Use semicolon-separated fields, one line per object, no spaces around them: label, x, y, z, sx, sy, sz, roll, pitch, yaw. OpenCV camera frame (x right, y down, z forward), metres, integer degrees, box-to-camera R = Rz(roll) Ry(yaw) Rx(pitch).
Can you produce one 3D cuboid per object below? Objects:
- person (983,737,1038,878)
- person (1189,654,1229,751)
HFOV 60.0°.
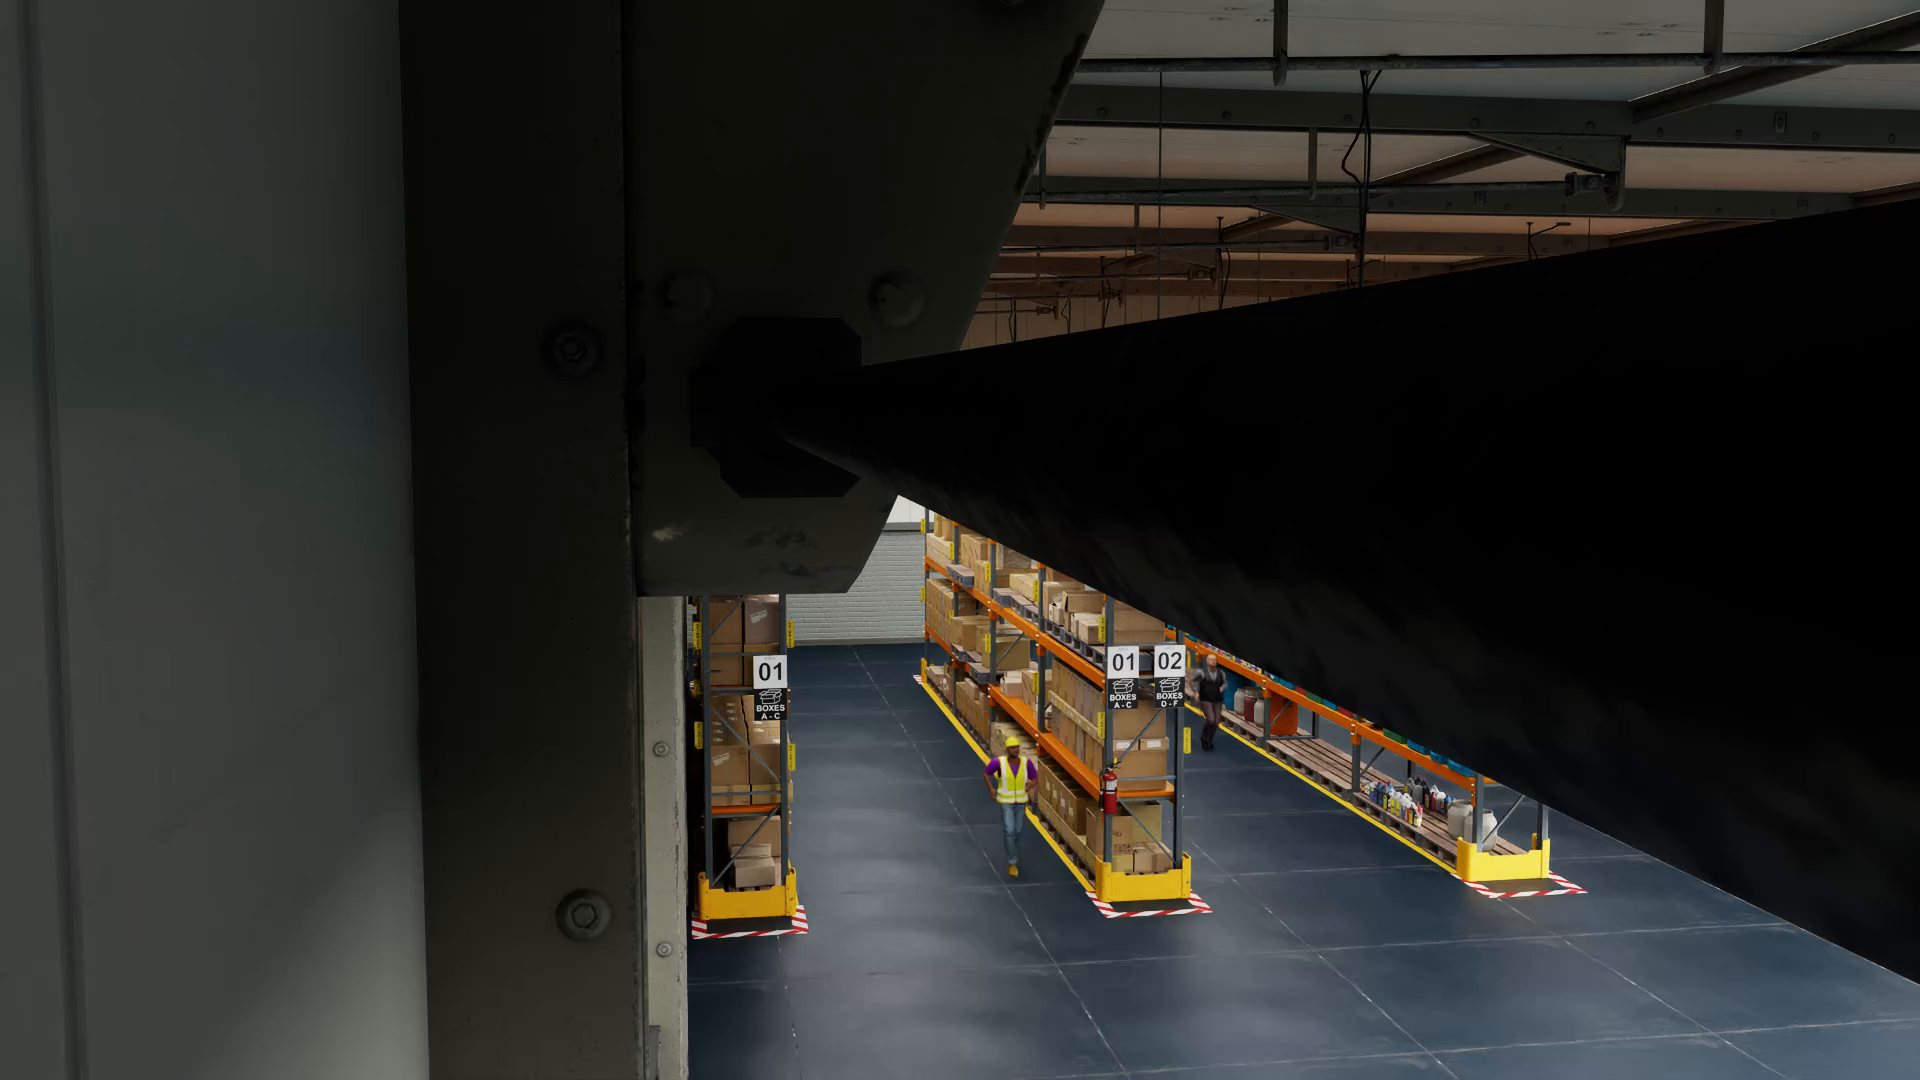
person;0.704;3.499;22.093;0.698;1.798;0.801;-1;5;-15
person;4.454;2.882;29.466;0.631;1.708;0.682;-1;5;-16
